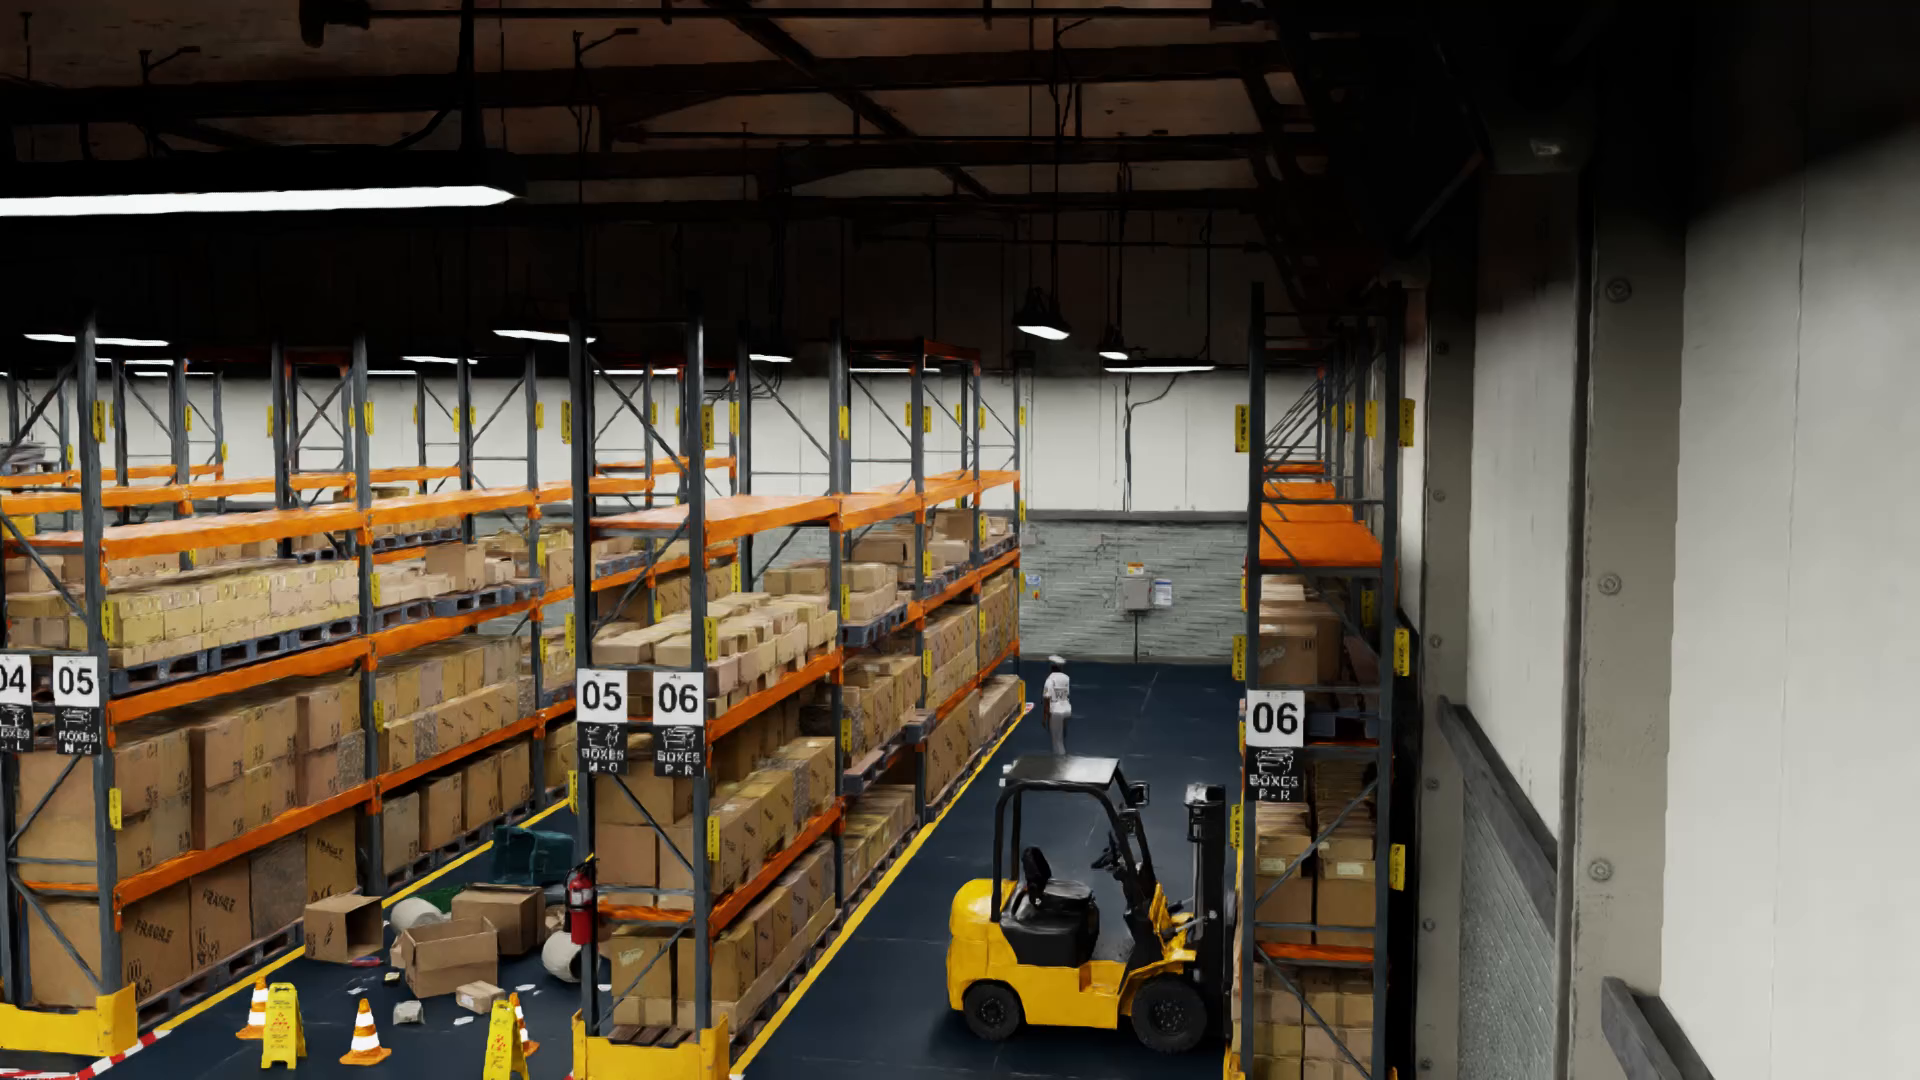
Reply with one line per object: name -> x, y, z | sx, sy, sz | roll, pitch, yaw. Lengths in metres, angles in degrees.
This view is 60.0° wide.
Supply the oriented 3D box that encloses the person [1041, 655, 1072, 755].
person -> 1.338, 2.450, 23.263 | 0.551, 1.665, 0.574 | 4, 6, 41
